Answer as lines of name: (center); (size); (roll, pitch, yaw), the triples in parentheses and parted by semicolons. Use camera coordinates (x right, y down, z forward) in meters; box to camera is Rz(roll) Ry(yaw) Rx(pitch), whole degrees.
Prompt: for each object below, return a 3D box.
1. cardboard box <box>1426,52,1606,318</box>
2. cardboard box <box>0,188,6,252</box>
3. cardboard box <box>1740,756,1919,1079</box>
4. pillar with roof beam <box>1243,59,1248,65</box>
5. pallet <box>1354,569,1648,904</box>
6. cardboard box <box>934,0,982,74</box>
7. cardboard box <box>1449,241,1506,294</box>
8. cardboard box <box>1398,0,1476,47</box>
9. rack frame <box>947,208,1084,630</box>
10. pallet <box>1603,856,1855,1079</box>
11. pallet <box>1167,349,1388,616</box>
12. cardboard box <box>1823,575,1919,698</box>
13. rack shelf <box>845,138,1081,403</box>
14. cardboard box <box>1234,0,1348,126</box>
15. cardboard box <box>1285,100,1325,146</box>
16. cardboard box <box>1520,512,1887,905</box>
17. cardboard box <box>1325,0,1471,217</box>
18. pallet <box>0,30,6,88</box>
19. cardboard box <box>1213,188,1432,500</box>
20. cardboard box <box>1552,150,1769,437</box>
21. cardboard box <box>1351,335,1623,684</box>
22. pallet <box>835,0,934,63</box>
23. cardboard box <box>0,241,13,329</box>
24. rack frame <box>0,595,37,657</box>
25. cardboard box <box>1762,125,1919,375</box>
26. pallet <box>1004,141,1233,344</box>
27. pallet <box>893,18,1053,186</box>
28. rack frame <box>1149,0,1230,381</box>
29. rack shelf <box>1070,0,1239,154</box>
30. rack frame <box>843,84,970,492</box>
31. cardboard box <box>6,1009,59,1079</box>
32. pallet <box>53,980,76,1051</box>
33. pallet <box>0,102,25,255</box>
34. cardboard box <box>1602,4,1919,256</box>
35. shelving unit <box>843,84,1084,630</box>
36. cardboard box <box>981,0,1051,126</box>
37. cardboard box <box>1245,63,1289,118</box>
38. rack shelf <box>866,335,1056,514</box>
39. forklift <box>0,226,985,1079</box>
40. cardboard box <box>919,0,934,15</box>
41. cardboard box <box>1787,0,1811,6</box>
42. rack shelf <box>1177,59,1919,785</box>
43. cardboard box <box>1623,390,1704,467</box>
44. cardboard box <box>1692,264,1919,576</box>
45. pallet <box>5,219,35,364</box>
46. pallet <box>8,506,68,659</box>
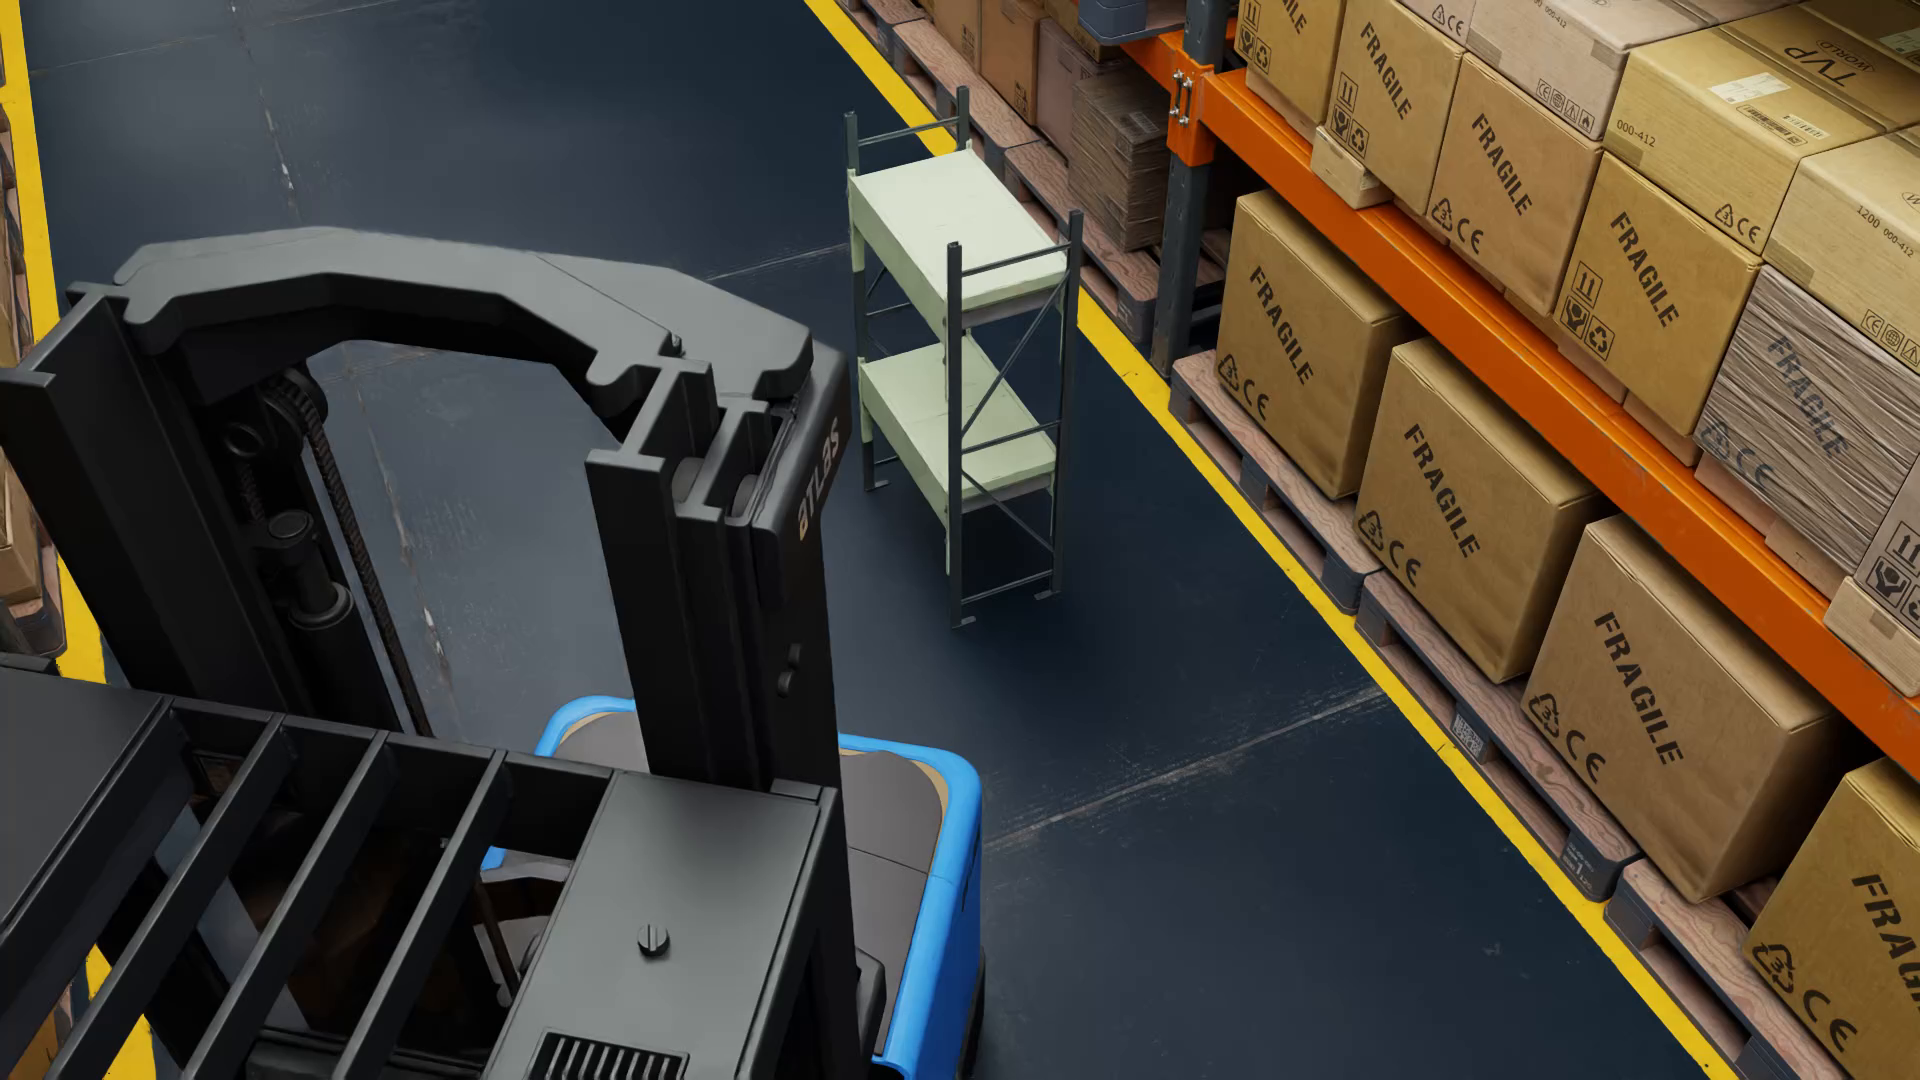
cardboard box: (1.605, -0.973, 4.303); (0.500, 0.500, 0.500); (-18, 47, -18)
cardboard box: (-4.097, -1.290, 6.580); (0.500, 0.250, 0.500); (-17, 47, -17)
cardboard box: (2.504, 0.926, 3.907); (0.750, 0.750, 0.750); (-18, 47, -17)
pillar with roof beam: (-2.454, -3.811, 3.205); (9.100, 9.000, 0.400); (-18, 47, -17)
pallet: (1.986, 0.431, 5.163); (1.003, 0.211, 1.213); (-18, 47, -17)
cardboard box: (0.297, -2.563, 7.678); (0.700, 0.500, 0.500); (-18, 47, -17)
cardboard box: (1.609, -0.858, 4.648); (0.380, 0.149, 0.250); (-17, 47, -17)
cardboard box: (1.397, -1.570, 4.375); (0.500, 0.250, 0.500); (-19, 48, -18)
rack frame: (0.151, -0.305, 4.991); (0.400, 1.500, 0.023); (-18, 47, -17)
pallet: (2.502, 1.210, 4.374); (1.003, 0.211, 1.213); (-18, 47, -17)
pallet: (1.477, -0.345, 5.950); (1.003, 0.211, 1.213); (-18, 47, -17)
cardboard box: (2.136, 0.154, 3.623); (0.380, 0.149, 0.250); (-18, 47, -17)
rack shelf: (-0.003, -0.816, 4.953); (0.431, 0.370, 0.720); (-18, 47, -17)
cardboard box: (1.185, -1.626, 4.965); (0.500, 0.500, 0.500); (-17, 47, -16)
cardboard box: (1.240, -1.339, 5.136); (0.380, 0.149, 0.250); (-17, 47, -17)
cardboard box: (2.128, 0.361, 4.480); (0.750, 0.750, 0.750); (-17, 47, -16)
cardboard box: (1.397, -1.290, 4.624); (0.500, 0.500, 0.500); (-17, 47, -16)
pallet: (-5.258, -2.473, 8.106); (1.003, 0.211, 1.213); (-18, 47, -17)
cardboard box: (1.404, -0.740, 5.595); (0.750, 0.750, 0.750); (-19, 48, -18)
cardboard box: (1.831, -0.644, 3.969); (0.500, 0.500, 0.500); (-17, 47, -16)
cardboard box: (1.766, -0.179, 5.028); (0.750, 0.750, 0.750); (-18, 47, -18)
pallet: (-0.140, -2.923, 8.562); (1.003, 0.211, 1.213); (-18, 47, -17)
cardboard box: (-3.885, -0.965, 6.251); (0.500, 0.250, 0.500); (-17, 47, -17)
rack frame: (-3.280, -0.397, 4.017); (1.000, 3.000, 0.127); (-18, 47, -17)
cardboard box: (2.046, -0.605, 3.396); (0.500, 0.250, 0.500); (-17, 47, -17)
pallet: (0.886, -1.368, 6.987); (1.003, 0.211, 1.213); (-18, 47, -17)
pallet: (0.377, -2.145, 7.773); (1.003, 0.211, 1.213); (-18, 47, -17)
rack frame: (1.213, -1.863, 5.502); (1.000, 3.000, 0.127); (-18, 47, -17)
rack shelf: (0.372, -2.881, 7.046); (1.077, 0.370, 4.000); (-18, 47, -17)
rack frame: (-0.157, -0.771, 5.464); (0.400, 1.500, 0.023); (-18, 47, -17)
cardboard box: (-2.456, 1.192, 3.872); (0.500, 0.500, 0.500); (-20, 48, -19)
pallet: (-3.000, 1.082, 4.503); (1.003, 0.211, 1.213); (-18, 47, -17)
pallet: (-4.616, -1.496, 7.116); (1.003, 0.211, 1.213); (-18, 47, -17)
cardboard box: (1.831, -0.929, 3.725); (0.500, 0.250, 0.500); (-19, 48, -18)
shelving unit: (-0.003, -0.538, 5.228); (0.431, 1.500, 0.755); (-18, 47, -17)
cardboard box: (0.518, -2.244, 7.355); (0.700, 0.500, 0.500); (-18, 47, -18)
cardboard box: (1.142, -1.502, 5.301); (0.380, 0.149, 0.250); (-19, 48, -18)
rack shelf: (-0.003, -0.376, 5.388); (0.368, 0.124, 0.686); (-18, 47, -17)
forklift: (-0.730, 1.176, 2.517); (1.129, 2.867, 3.031); (8, 45, 8)
cardboard box: (0.119, -2.900, 8.020); (0.700, 0.500, 0.500); (-19, 48, -18)
cardboard box: (2.067, -1.407, 4.209); (0.500, 0.250, 0.500); (-19, 48, -18)
rack shelf: (2.054, -0.332, 4.463); (1.077, 0.370, 4.000); (-18, 47, -17)
cardboard box: (1.901, -0.358, 4.142); (0.380, 0.149, 0.250); (-17, 47, -16)
cardboard box: (2.046, -0.327, 3.648); (0.500, 0.500, 0.500); (-18, 47, -17)
pallet: (-4.099, -0.717, 6.327); (1.003, 0.211, 1.213); (-18, 47, -17)
pallet: (-3.590, 0.059, 5.540); (1.003, 0.211, 1.213); (-18, 47, -17)
